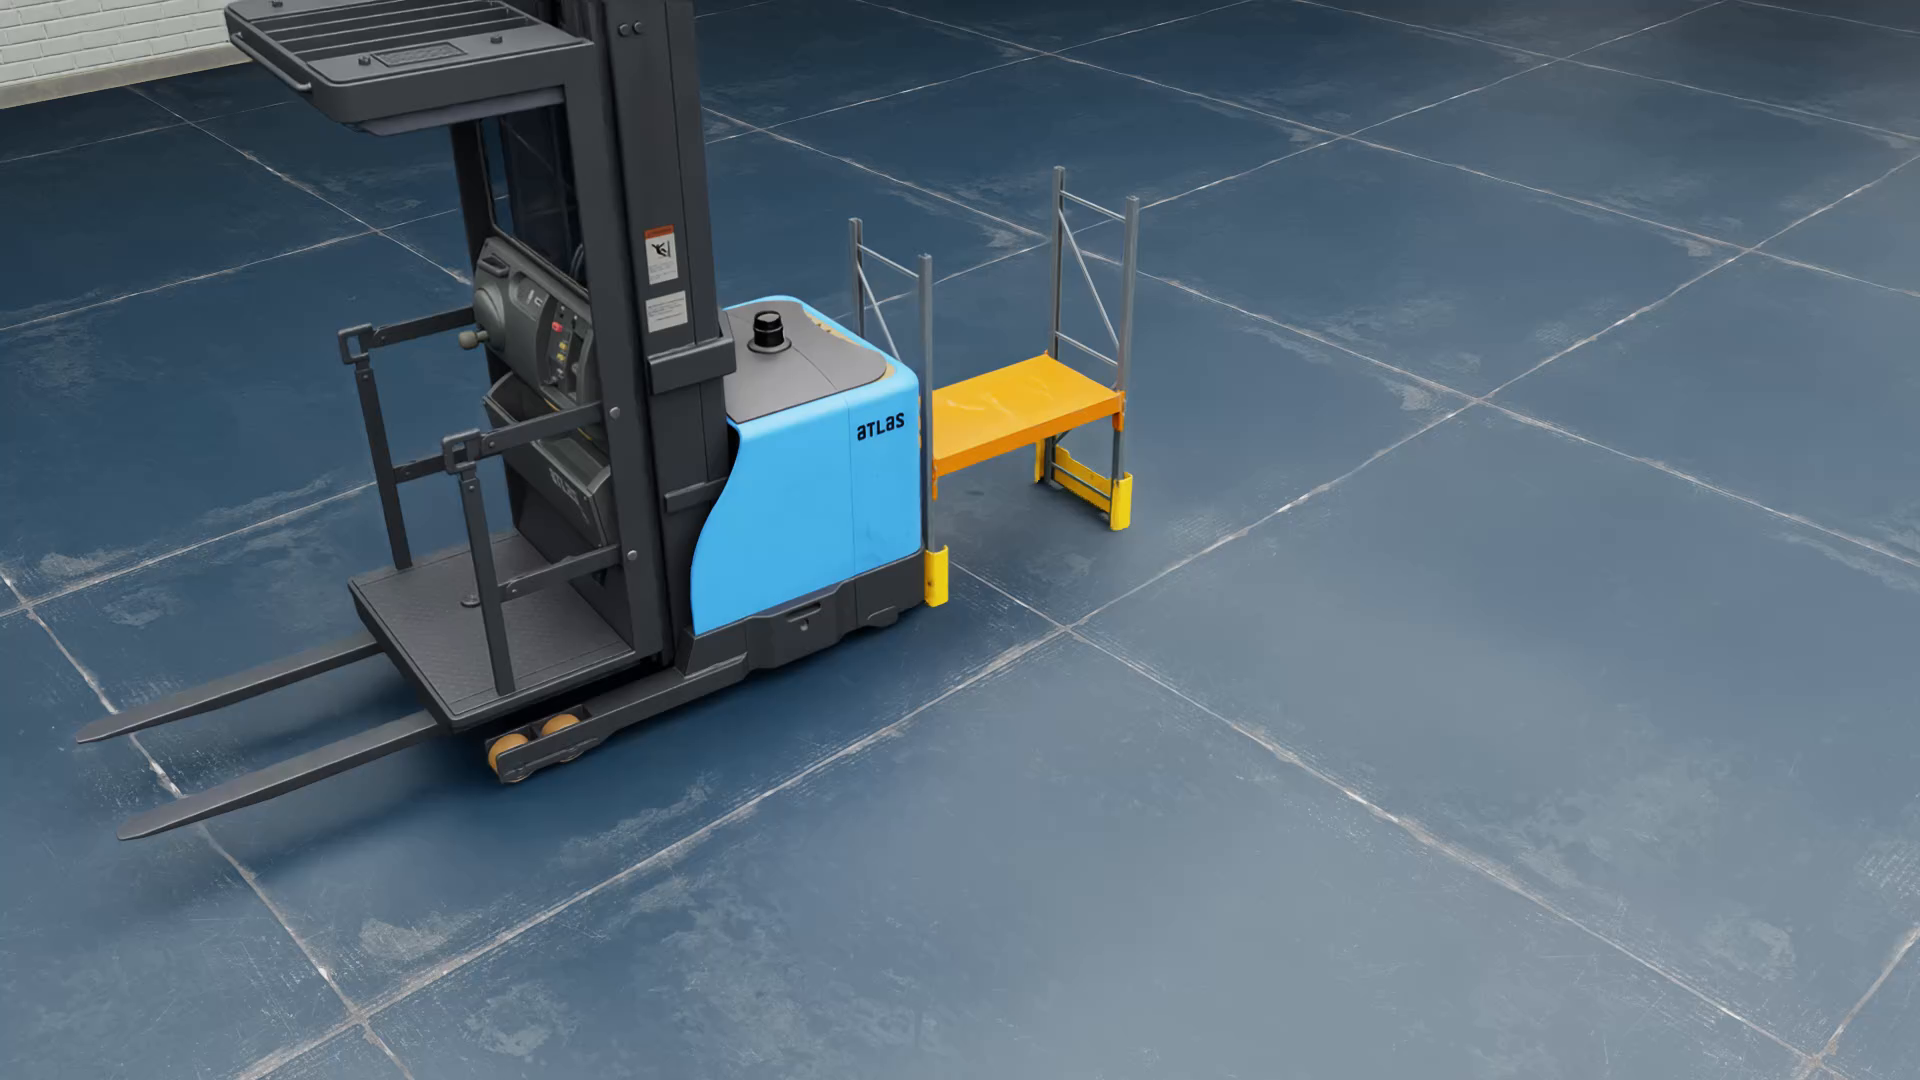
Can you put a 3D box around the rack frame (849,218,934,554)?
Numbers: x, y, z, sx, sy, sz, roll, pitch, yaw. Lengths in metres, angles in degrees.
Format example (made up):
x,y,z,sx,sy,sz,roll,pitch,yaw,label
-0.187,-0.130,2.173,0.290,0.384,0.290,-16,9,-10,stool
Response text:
x,y,z,sx,sy,sz,roll,pitch,yaw,label
-0.265,-0.494,6.620,0.032,1.500,0.500,-21,37,-31,rack frame

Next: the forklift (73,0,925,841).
x,y,z,sx,sy,sz,roll,pitch,yaw,label
-1.633,-0.712,5.605,3.031,2.935,1.130,-21,37,-30,forklift

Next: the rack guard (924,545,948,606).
x,y,z,sx,sy,sz,roll,pitch,yaw,label
-0.249,0.033,6.956,0.087,0.250,0.587,-21,37,-31,rack guard

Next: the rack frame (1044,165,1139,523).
x,y,z,sx,sy,sz,roll,pitch,yaw,label
0.549,-0.812,7.140,0.032,1.500,0.500,-21,37,-31,rack frame

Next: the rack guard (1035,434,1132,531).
x,y,z,sx,sy,sz,roll,pitch,yaw,label
0.548,-0.278,7.465,0.087,0.250,0.587,-21,37,-31,rack guard

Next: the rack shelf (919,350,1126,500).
x,y,z,sx,sy,sz,roll,pitch,yaw,label
0.142,-0.499,6.974,1.000,0.185,0.538,-21,37,-31,rack shelf

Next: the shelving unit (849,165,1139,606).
x,y,z,sx,sy,sz,roll,pitch,yaw,label
0.149,-0.656,6.884,1.083,1.500,0.587,-21,37,-31,shelving unit
